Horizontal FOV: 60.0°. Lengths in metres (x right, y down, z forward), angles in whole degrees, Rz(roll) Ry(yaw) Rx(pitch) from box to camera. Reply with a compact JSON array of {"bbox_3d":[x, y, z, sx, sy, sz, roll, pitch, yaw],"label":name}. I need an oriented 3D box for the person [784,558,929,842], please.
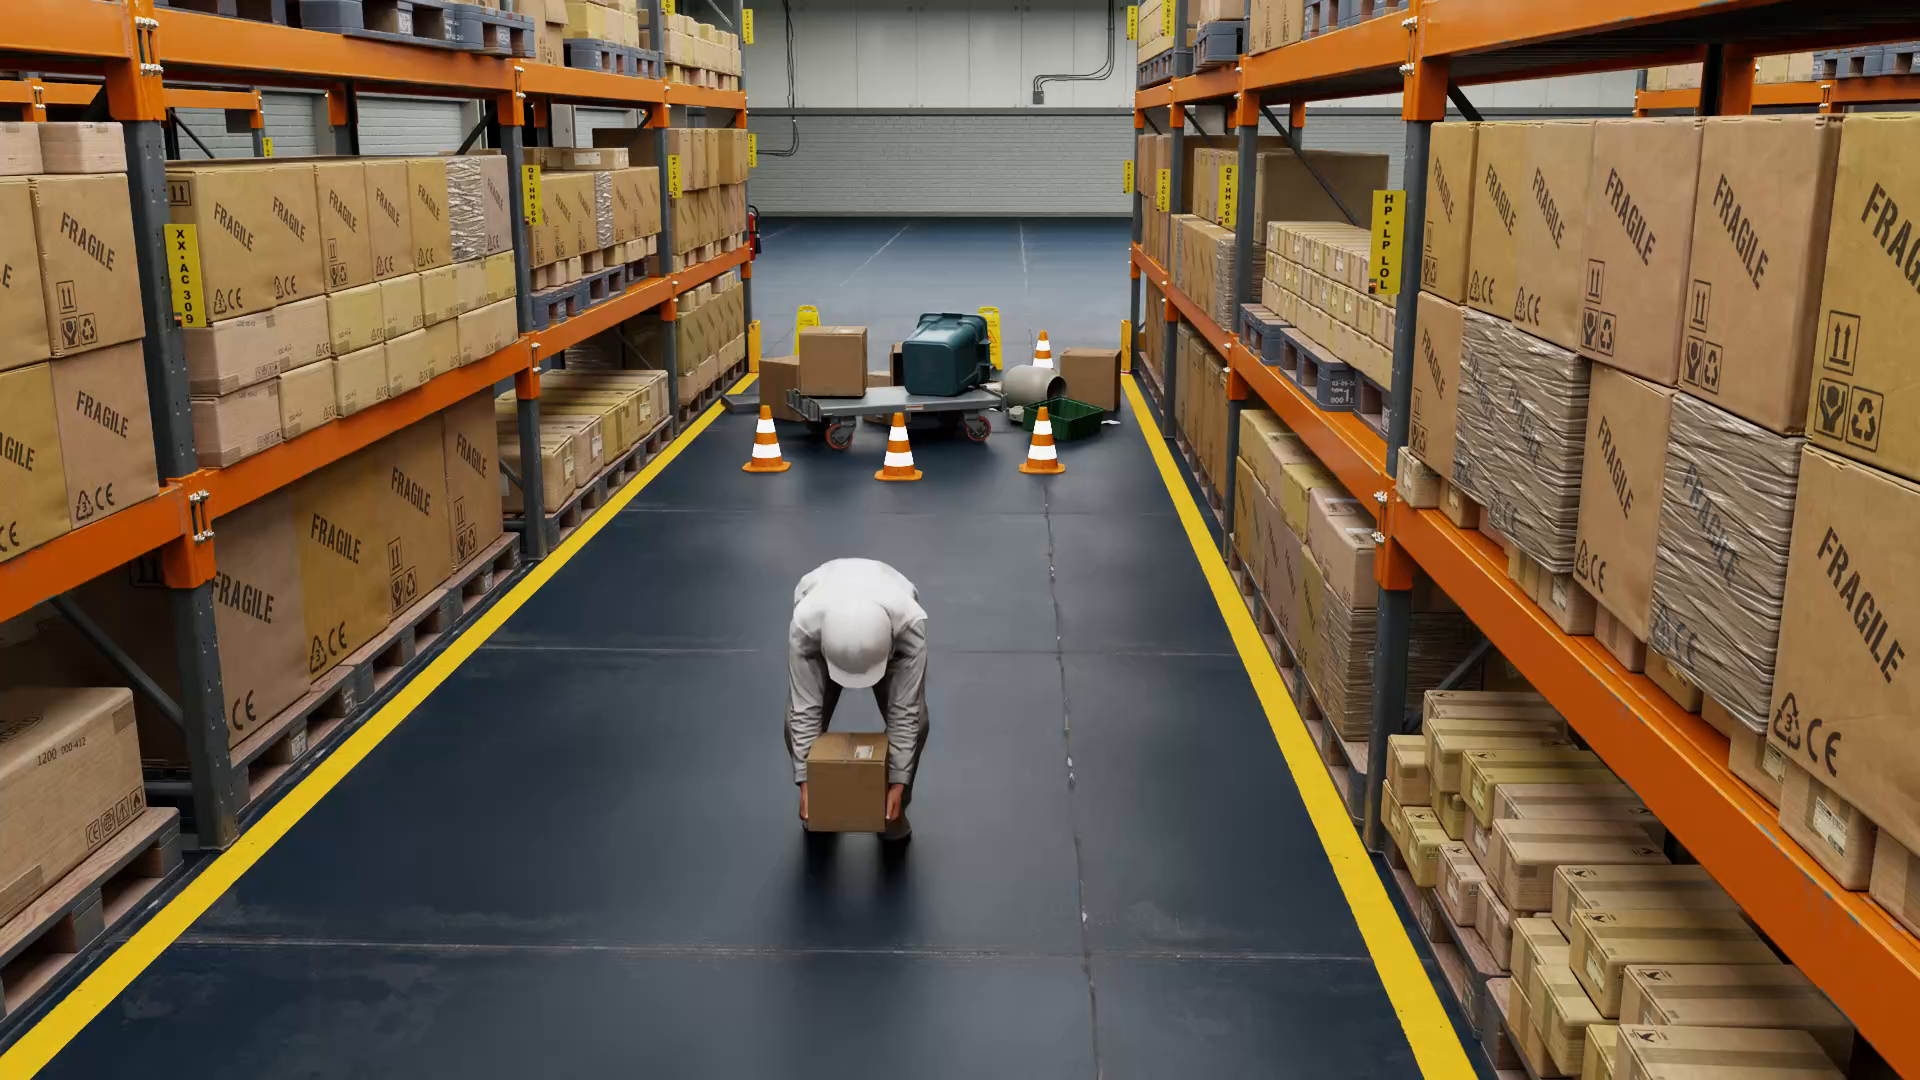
[{"bbox_3d":[-0.357,0.578,5.706,0.502,1.002,0.994,0,14,-1],"label":"person"}]
